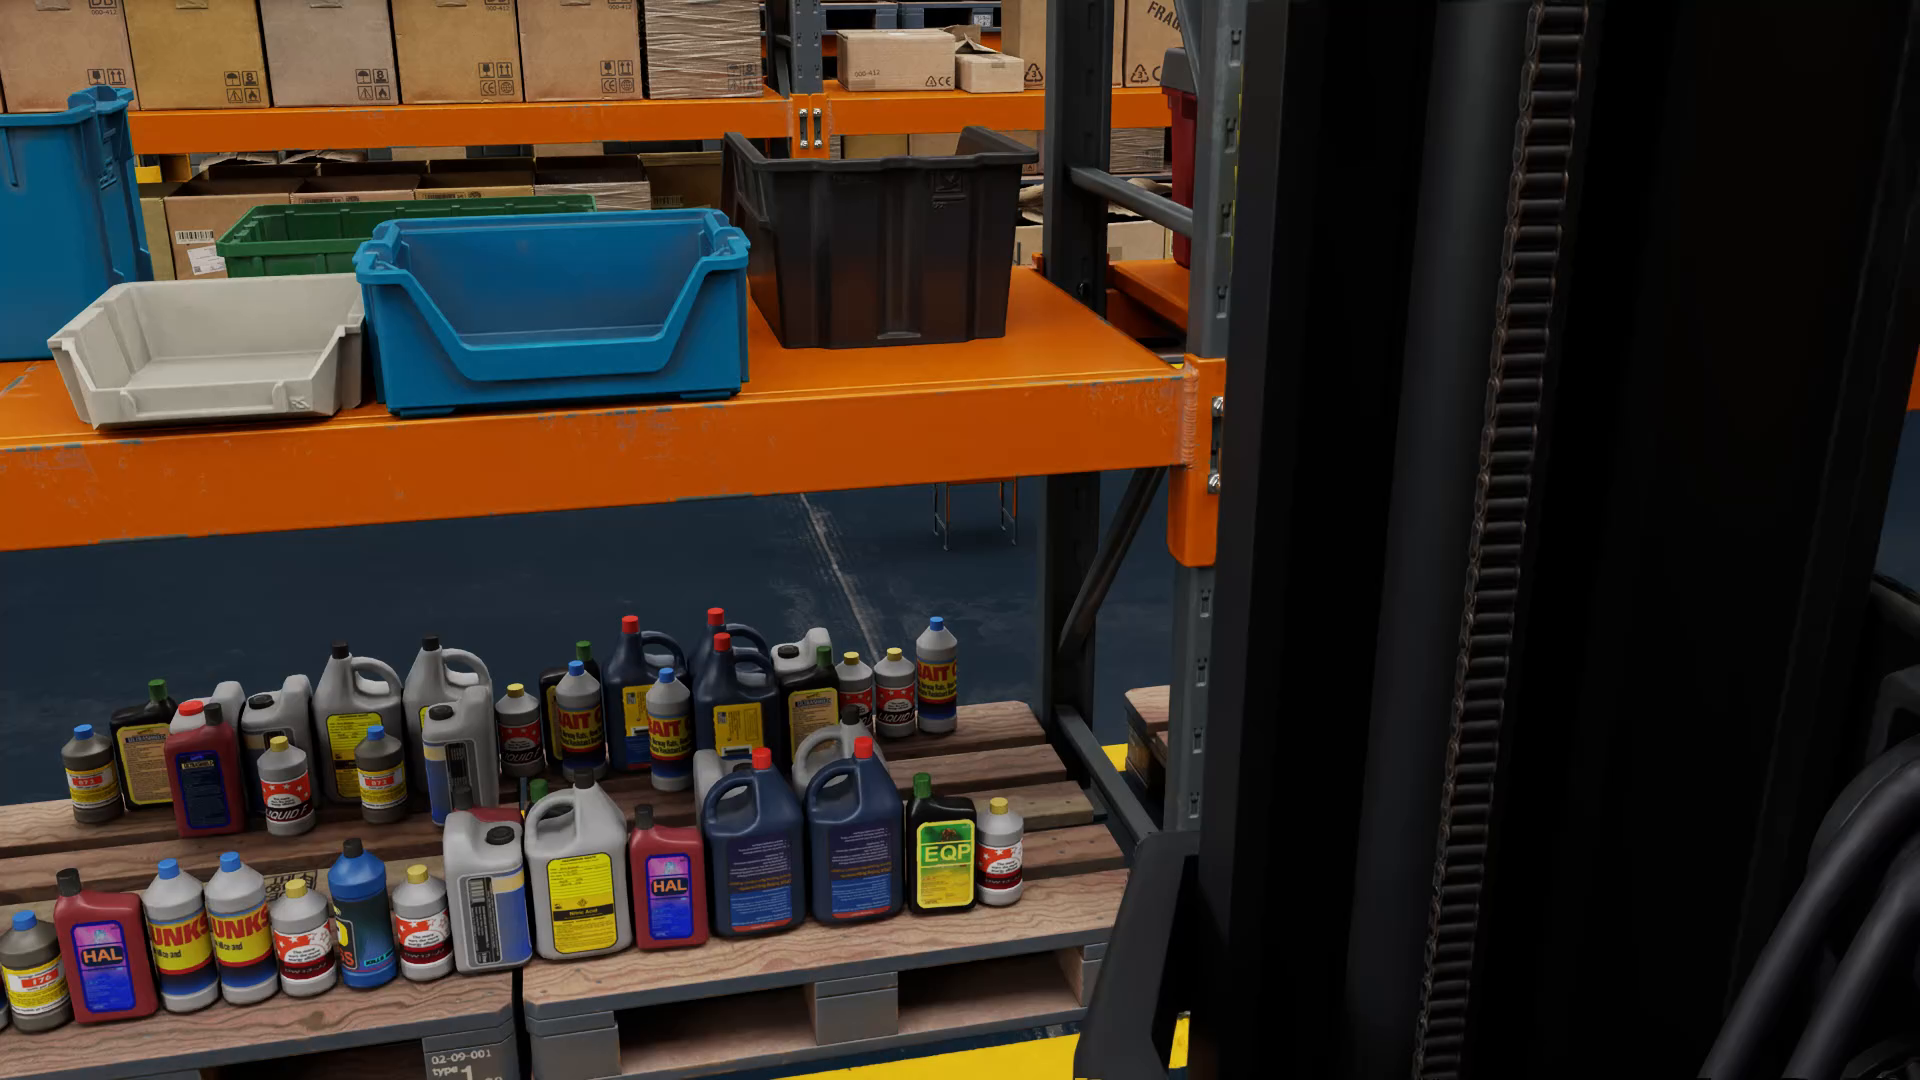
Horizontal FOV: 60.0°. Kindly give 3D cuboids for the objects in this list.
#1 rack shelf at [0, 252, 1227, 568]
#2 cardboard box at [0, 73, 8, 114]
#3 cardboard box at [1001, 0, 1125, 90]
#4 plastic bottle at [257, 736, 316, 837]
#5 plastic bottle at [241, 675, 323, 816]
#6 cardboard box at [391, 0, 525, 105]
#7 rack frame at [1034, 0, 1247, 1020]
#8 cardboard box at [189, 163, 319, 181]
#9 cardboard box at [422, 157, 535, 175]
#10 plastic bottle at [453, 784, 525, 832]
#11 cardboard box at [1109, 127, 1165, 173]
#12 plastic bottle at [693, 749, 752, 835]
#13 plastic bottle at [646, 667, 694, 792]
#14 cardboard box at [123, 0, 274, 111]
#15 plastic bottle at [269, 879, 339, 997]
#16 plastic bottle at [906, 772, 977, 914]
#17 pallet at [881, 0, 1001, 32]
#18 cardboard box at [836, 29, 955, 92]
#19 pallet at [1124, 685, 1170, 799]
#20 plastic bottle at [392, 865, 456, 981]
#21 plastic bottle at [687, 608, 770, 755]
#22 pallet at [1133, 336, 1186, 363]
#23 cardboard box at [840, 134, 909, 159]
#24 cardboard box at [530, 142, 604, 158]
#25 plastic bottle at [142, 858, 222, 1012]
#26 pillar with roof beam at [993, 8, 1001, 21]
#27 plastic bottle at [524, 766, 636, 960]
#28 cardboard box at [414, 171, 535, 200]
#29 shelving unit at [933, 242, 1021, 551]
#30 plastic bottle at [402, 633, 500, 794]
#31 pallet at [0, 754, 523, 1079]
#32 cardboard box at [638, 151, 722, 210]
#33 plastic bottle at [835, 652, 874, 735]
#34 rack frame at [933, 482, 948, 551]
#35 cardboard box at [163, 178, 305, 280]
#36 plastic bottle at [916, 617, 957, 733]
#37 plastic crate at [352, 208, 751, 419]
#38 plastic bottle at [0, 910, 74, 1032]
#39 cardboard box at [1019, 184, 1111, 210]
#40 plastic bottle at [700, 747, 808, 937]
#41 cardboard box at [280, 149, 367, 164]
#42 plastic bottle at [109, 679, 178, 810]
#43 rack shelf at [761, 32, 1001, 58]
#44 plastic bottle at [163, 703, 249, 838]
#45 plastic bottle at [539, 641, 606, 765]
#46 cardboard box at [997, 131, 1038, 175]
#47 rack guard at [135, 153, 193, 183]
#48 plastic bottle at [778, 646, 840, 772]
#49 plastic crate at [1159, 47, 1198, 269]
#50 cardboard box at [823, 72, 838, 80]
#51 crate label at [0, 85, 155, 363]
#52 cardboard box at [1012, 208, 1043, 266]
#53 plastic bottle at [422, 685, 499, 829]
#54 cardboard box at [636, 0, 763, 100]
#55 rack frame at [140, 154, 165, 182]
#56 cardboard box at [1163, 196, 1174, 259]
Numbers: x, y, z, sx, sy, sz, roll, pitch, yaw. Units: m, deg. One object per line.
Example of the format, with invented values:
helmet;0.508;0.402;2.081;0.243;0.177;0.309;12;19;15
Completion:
rack shelf;-1.590;-0.145;2.894;4.000;0.370;1.077;-5;21;-12
cardboard box;-4.215;-2.062;6.938;0.500;0.500;0.700;-5;21;-12
cardboard box;0.484;-2.443;7.978;0.500;0.500;0.500;-3;20;-9
plastic bottle;-1.416;0.510;3.491;0.097;0.201;0.097;0;20;0
plastic bottle;-1.463;0.434;3.588;0.135;0.276;0.152;-5;21;-14
cardboard box;-2.211;-2.226;7.386;0.500;0.500;0.700;-4;21;-12
rack frame;0.357;-0.641;3.203;0.127;3.000;1.000;-5;21;-12
cardboard box;-3.249;-1.467;7.755;0.500;0.500;0.500;-5;21;-12
cardboard box;-2.276;-1.546;7.971;0.500;0.500;0.500;-5;21;-12
plastic bottle;-0.889;0.592;3.146;0.133;0.283;0.061;-5;21;-12
cardboard box;1.281;-3.232;13.271;0.500;0.500;0.700;-4;21;-12
plastic bottle;-0.449;0.547;3.282;0.135;0.276;0.152;-5;21;-12
plastic bottle;-0.638;0.411;3.660;0.097;0.271;0.097;0;20;0
cardboard box;-3.221;-2.143;7.158;0.500;0.500;0.700;-5;21;-12
plastic bottle;-1.173;0.701;2.968;0.097;0.201;0.097;0;20;0
plastic bottle;-0.036;0.577;3.189;0.133;0.283;0.061;-4;20;-10
pallet;0.052;-4.013;12.688;1.213;0.211;1.003;-5;21;-12
cardboard box;-0.311;-2.282;7.902;0.500;0.250;0.500;-3;20;-9
pallet;1.112;0.593;3.888;1.213;0.211;1.003;-5;21;-12
plastic bottle;-0.973;0.685;3.013;0.097;0.201;0.097;0;20;0
plastic bottle;-0.524;0.321;3.788;0.185;0.351;0.144;-4;21;-11
pallet;1.118;-1.159;8.671;1.213;0.211;1.003;-5;21;-12
cardboard box;-0.719;-3.111;12.942;0.500;0.500;0.700;-5;21;-14
cardboard box;-2.924;-2.894;12.349;0.500;0.500;0.500;-6;21;-17
plastic bottle;-1.366;0.684;2.913;0.097;0.271;0.097;0;20;0
pillar with roof beam;1.496;-5.836;8.664;0.400;9.000;9.100;-5;21;-12
plastic bottle;-0.705;0.585;3.069;0.185;0.351;0.144;-5;21;-13
cardboard box;-2.156;-1.371;7.493;0.500;0.500;0.500;-5;21;-12
shelving unit;0.052;-0.497;5.646;0.252;1.050;0.215;-5;21;-12
plastic bottle;-1.122;0.370;3.655;0.185;0.351;0.144;-5;21;-13
pallet;-1.496;0.806;3.309;1.213;0.211;1.003;-5;21;-12
cardboard box;-1.303;-1.625;8.188;0.500;0.500;0.500;-5;21;-12
plastic bottle;-0.252;0.361;3.896;0.097;0.201;0.097;0;20;0
rack frame;-0.067;-0.488;5.619;0.008;1.050;0.200;-5;21;-12
cardboard box;-3.129;-1.293;7.280;0.500;0.500;0.500;-5;21;-12
plastic bottle;-0.054;0.312;3.928;0.097;0.271;0.097;0;20;0
plastic crate;-0.658;-0.392;2.741;0.616;0.251;0.499;-5;21;-12
plastic bottle;-1.599;0.736;2.874;0.097;0.201;0.097;0;20;0
cardboard box;0.540;-1.678;8.607;0.500;0.311;0.500;-5;21;-13
plastic bottle;-0.391;0.559;3.139;0.185;0.351;0.144;-6;21;-15
cardboard box;-4.567;-2.654;11.969;0.500;0.311;0.500;-3;20;-8
plastic bottle;-1.740;0.437;3.569;0.133;0.283;0.061;-4;21;-11
rack shelf;0.023;-3.777;12.812;4.000;0.370;1.077;-5;21;-12
plastic bottle;-1.573;0.477;3.460;0.133;0.283;0.061;-5;21;-12
plastic bottle;-0.878;0.367;3.761;0.133;0.283;0.061;-4;20;-10
cardboard box;0.276;-3.181;13.133;0.500;0.500;0.700;-5;21;-13
rack guard;-5.742;-2.473;11.838;0.348;0.500;1.175;-5;21;-12
plastic bottle;-0.338;0.377;3.734;0.133;0.283;0.061;-5;21;-12
plastic crate;0.757;-0.812;3.576;0.583;0.464;0.402;-5;21;-12
cardboard box;-0.783;-3.442;12.754;0.500;0.250;0.500;-5;21;-14
crate label;-1.807;-0.577;2.977;0.616;0.435;0.502;-5;21;-12
cardboard box;0.168;-1.456;7.999;0.500;0.311;0.500;-5;21;-13
plastic bottle;-1.063;0.453;3.538;0.135;0.276;0.152;-5;21;-12
cardboard box;-1.210;-2.309;7.611;0.500;0.500;0.700;-5;21;-14
rack frame;-5.816;-3.640;11.391;0.127;3.000;1.000;-5;21;-12
cardboard box;1.176;-1.540;8.229;0.500;0.311;0.500;-4;21;-11
